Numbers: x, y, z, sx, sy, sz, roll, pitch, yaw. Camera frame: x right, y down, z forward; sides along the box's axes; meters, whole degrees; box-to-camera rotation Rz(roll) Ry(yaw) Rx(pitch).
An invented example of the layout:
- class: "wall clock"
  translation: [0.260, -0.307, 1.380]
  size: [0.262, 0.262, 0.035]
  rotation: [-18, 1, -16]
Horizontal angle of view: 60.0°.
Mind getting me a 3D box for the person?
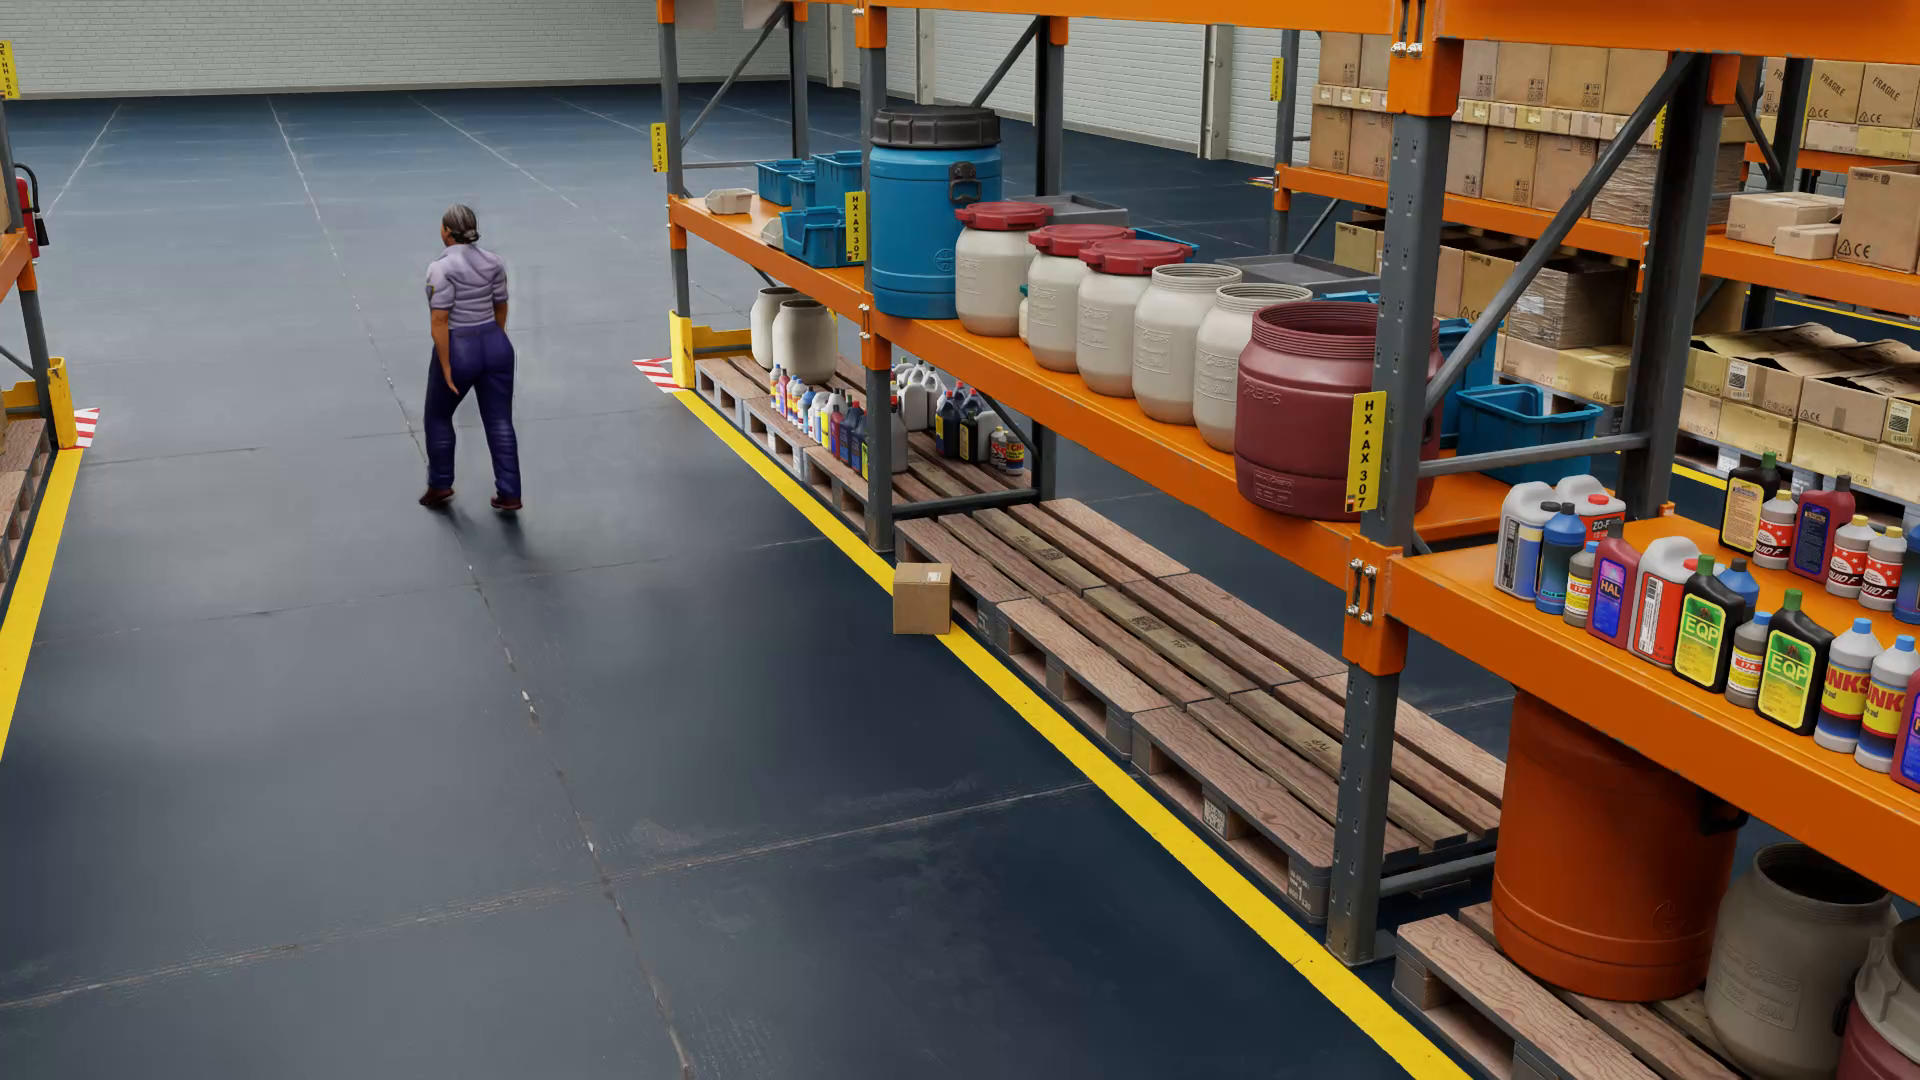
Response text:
- class: "person"
  translation: [-2.635, -0.948, 8.883]
  size: [0.498, 1.687, 0.718]
  rotation: [-17, 25, -40]
